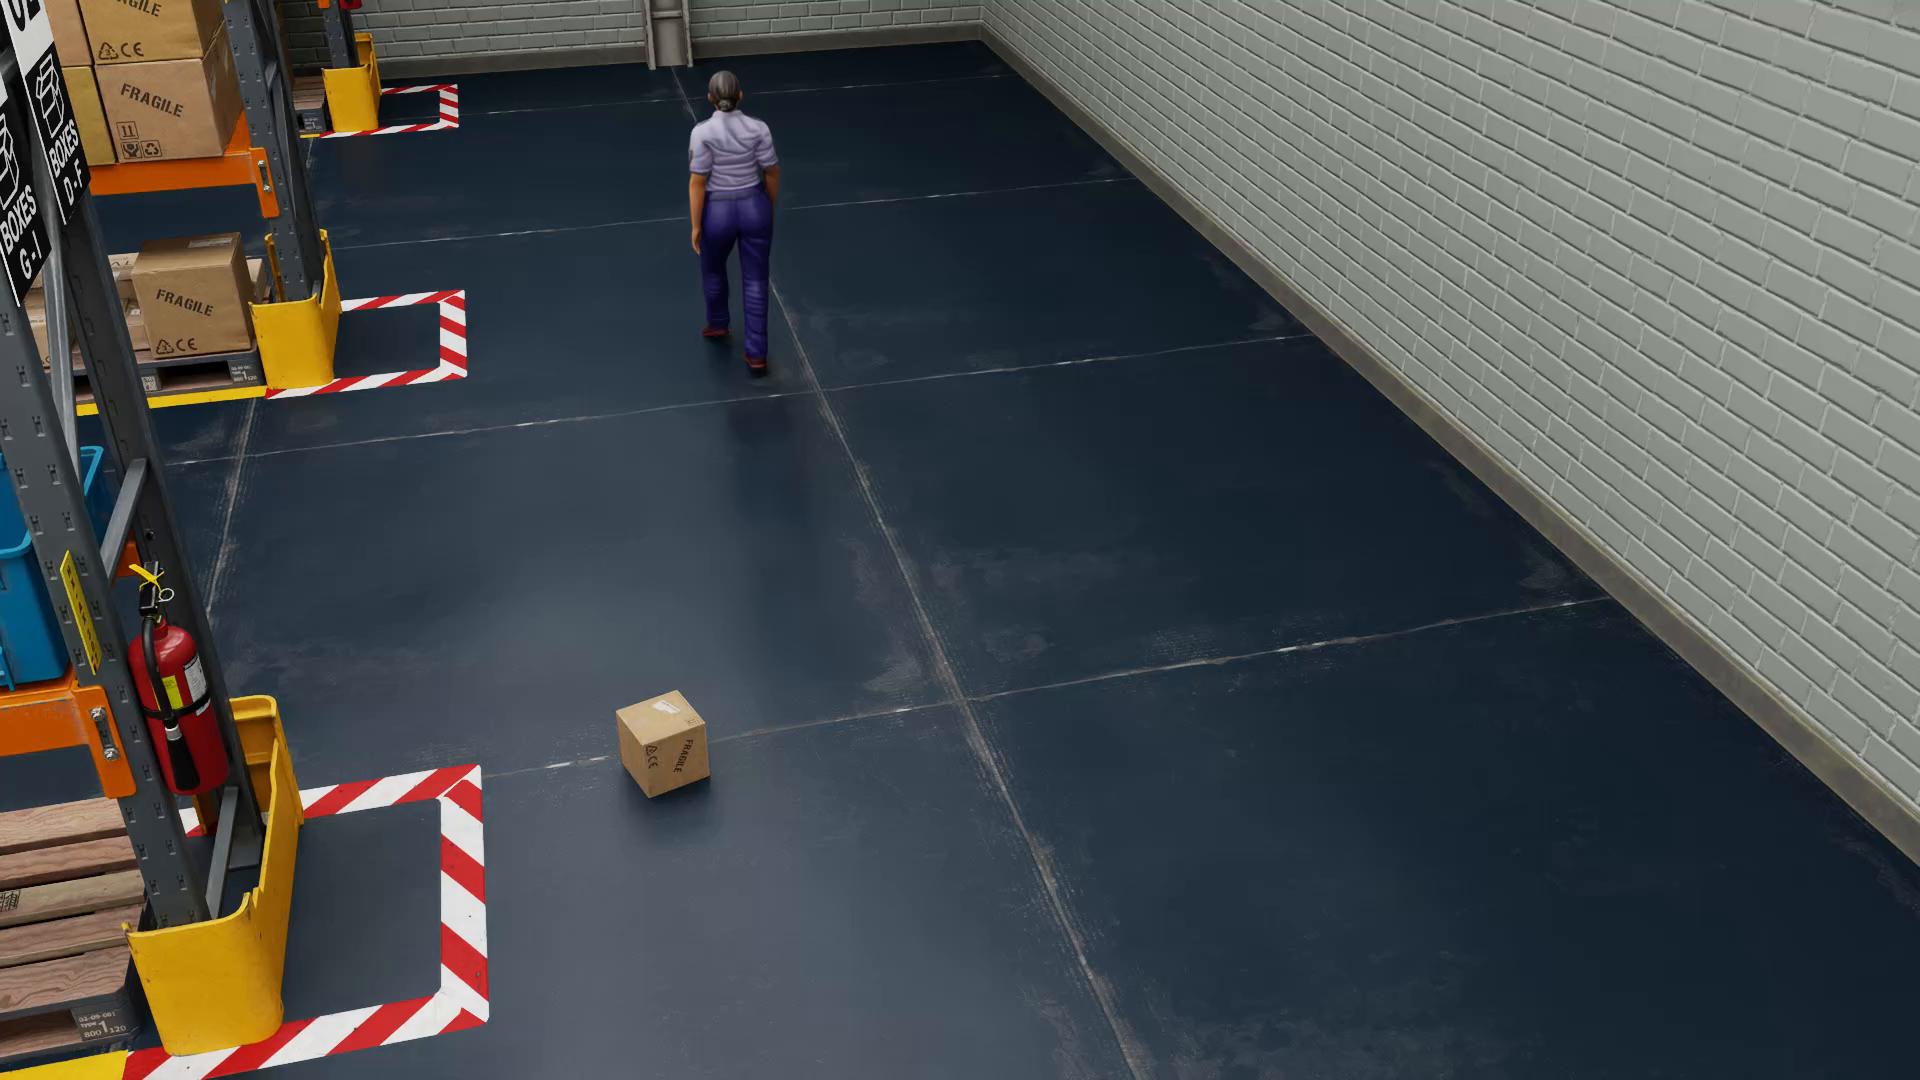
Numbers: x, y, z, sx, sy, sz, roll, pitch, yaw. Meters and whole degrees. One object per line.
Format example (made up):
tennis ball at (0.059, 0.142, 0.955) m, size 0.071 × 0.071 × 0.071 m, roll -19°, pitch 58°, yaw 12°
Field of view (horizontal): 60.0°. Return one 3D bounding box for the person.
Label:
person at (-1.246, -1.780, 9.201) m, size 0.513 × 1.655 × 0.788 m, roll -7°, pitch 31°, yaw -11°
